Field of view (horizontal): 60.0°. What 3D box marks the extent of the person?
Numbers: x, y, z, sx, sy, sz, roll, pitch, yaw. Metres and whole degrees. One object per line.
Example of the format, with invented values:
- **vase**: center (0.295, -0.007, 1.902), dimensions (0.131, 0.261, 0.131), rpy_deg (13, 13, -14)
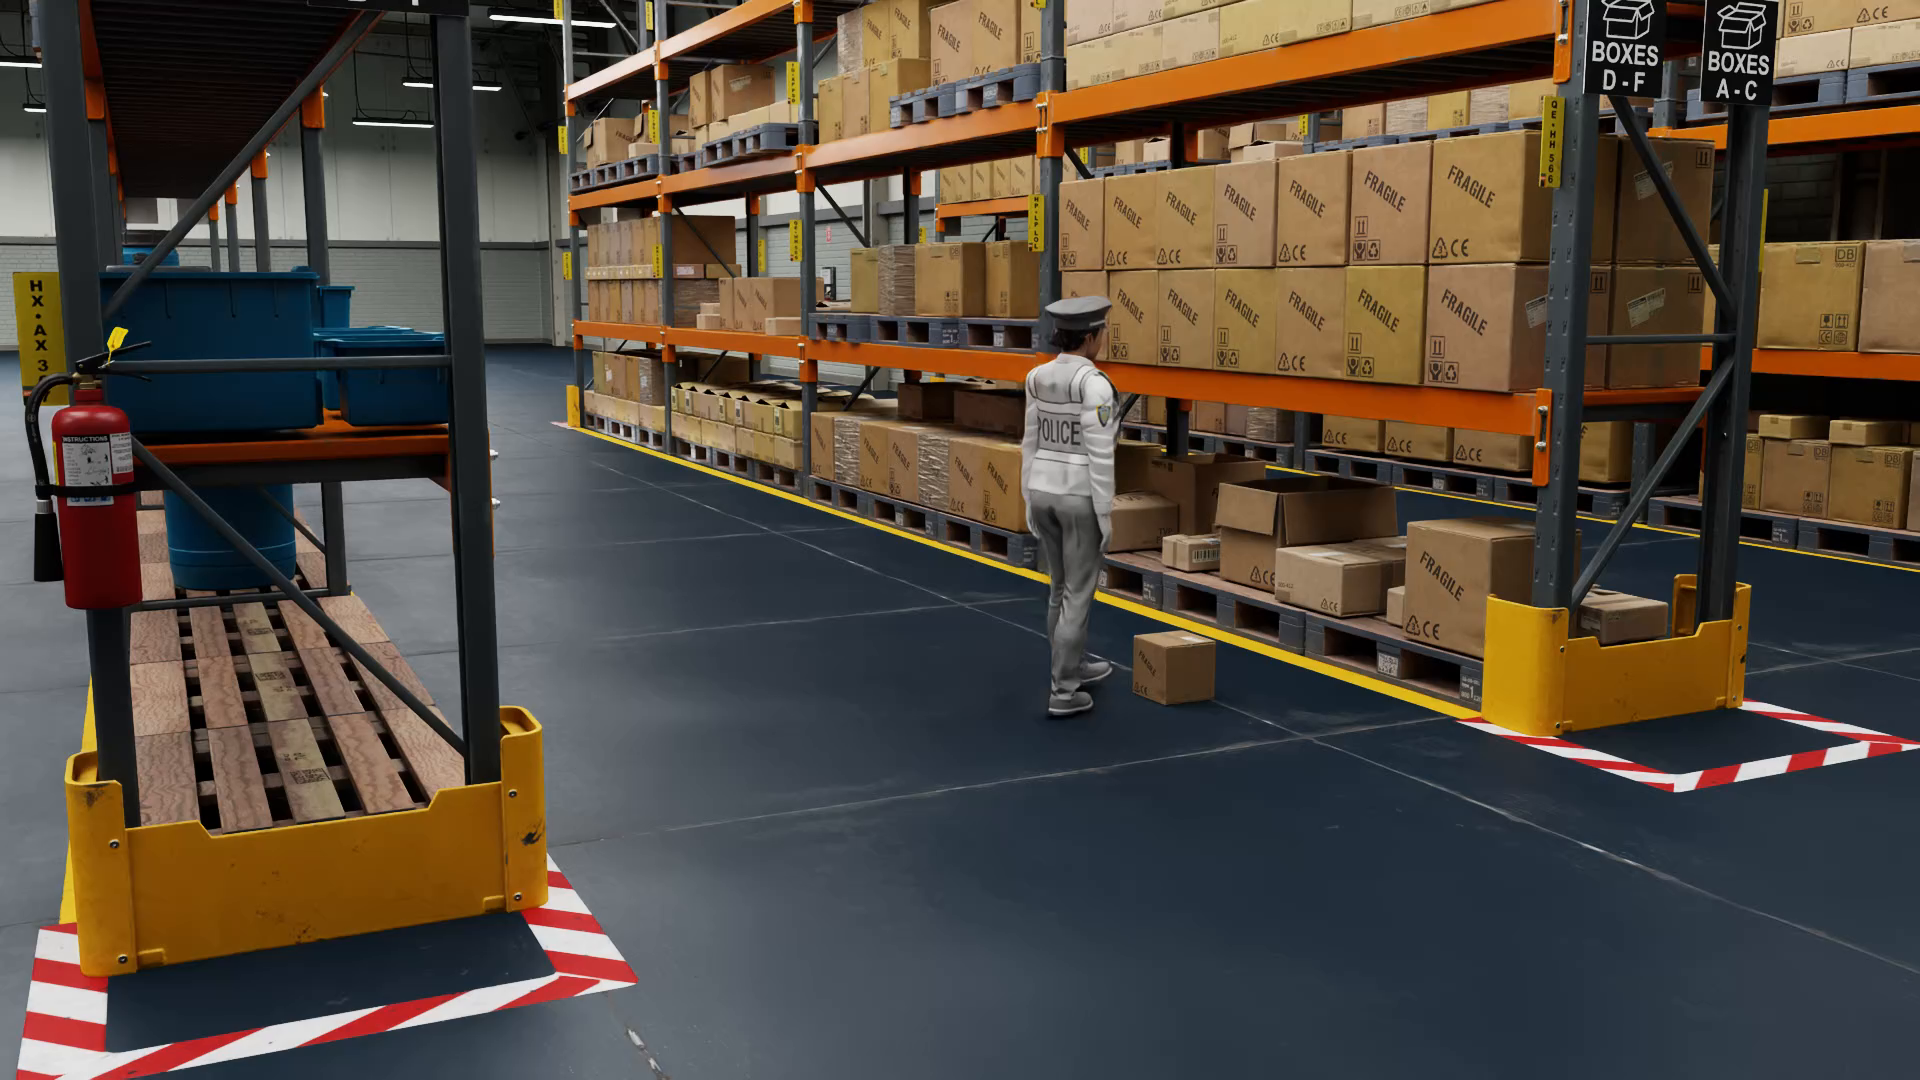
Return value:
- **person**: center (0.535, -0.152, 6.772), dimensions (0.589, 1.671, 0.502), rpy_deg (-7, 11, -40)
